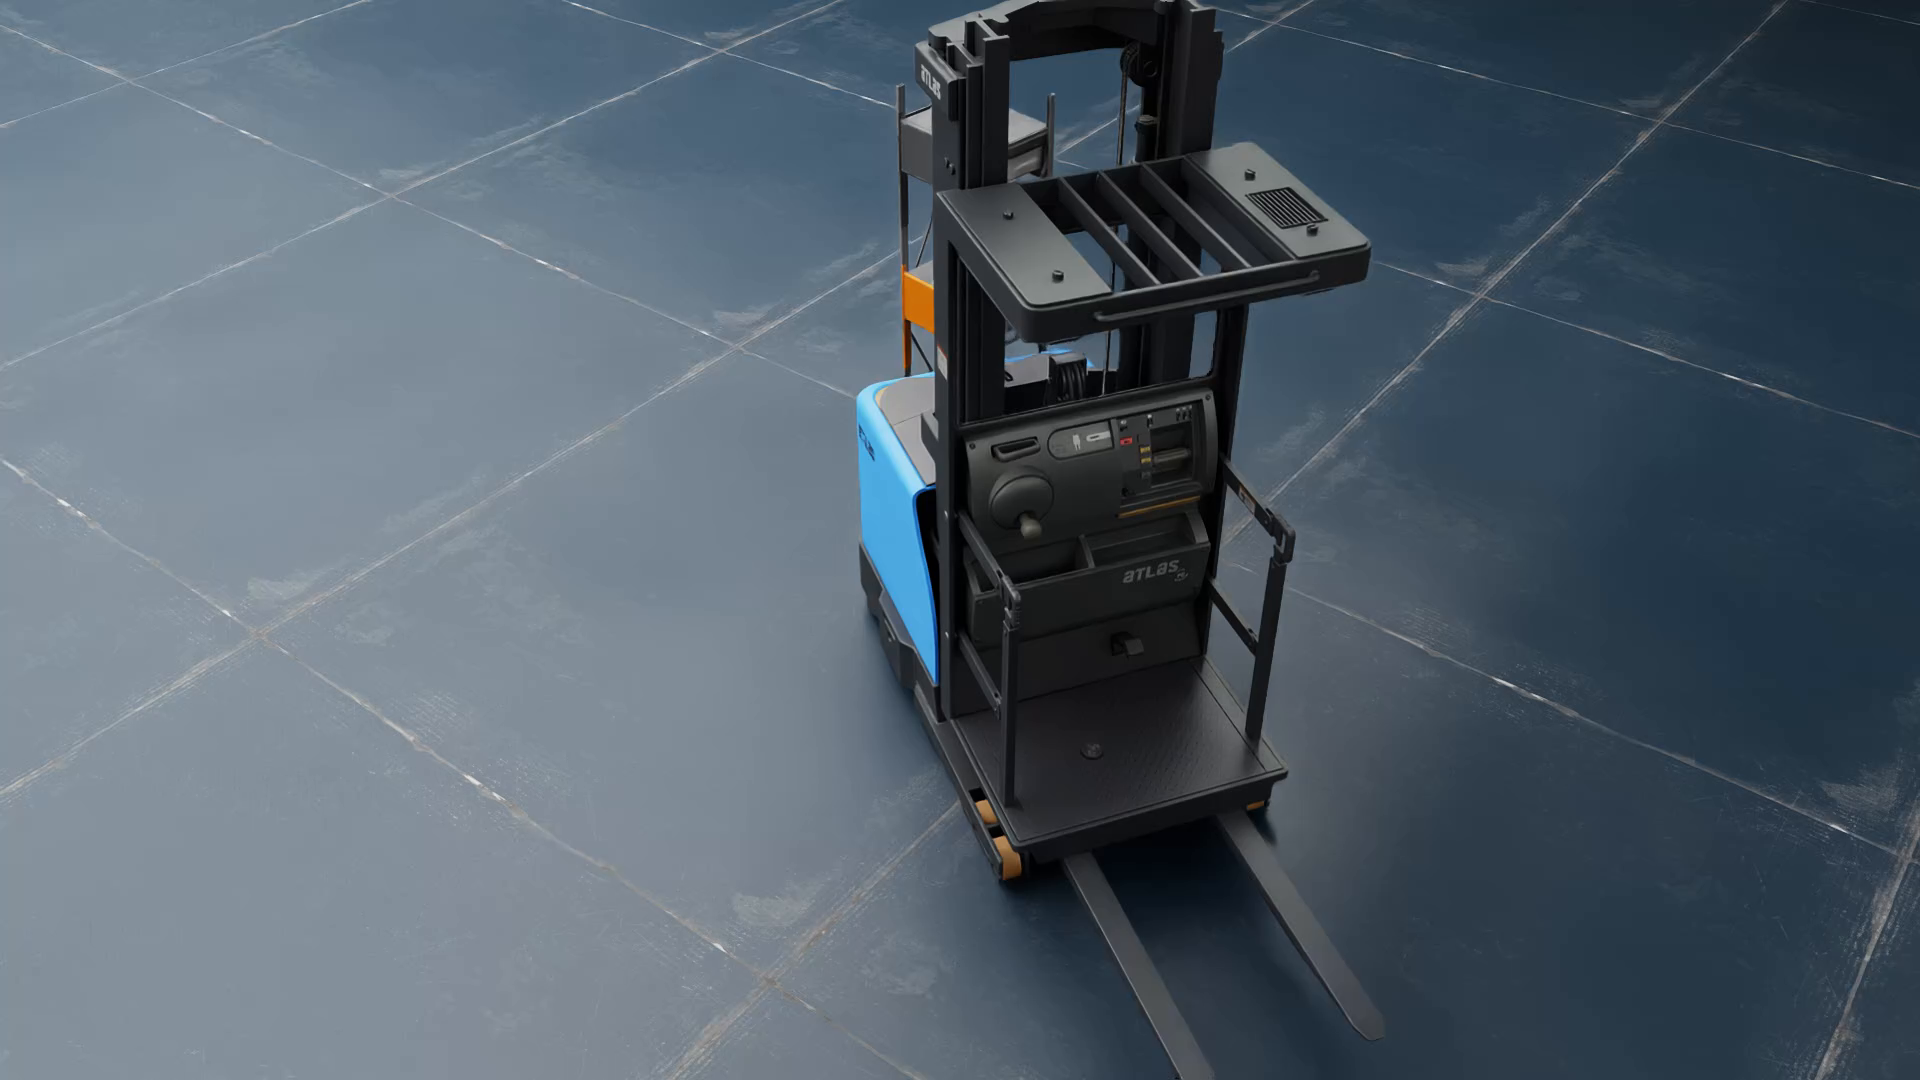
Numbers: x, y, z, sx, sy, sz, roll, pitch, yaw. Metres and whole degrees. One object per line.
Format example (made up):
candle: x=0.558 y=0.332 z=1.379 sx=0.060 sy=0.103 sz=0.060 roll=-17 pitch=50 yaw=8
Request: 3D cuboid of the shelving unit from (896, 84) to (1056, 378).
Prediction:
shelving unit: x=0.062 y=-0.970 z=7.285 sx=0.431 sy=2.100 sz=0.503 roll=-31 pitch=48 yaw=-33

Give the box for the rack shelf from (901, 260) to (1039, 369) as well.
rack shelf: x=0.062 y=-0.959 z=7.294 sx=0.431 sy=0.518 sz=0.480 roll=-31 pitch=48 yaw=-33

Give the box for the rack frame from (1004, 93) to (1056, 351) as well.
rack frame: x=0.232 y=-0.862 z=7.148 sx=0.400 sy=2.100 sz=0.015 roll=-31 pitch=48 yaw=-33

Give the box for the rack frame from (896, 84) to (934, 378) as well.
rack frame: x=-0.108 y=-1.077 z=7.423 sx=0.400 sy=2.100 sz=0.015 roll=-31 pitch=48 yaw=-33

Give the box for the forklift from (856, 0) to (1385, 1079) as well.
forklift: x=0.540 y=-0.189 z=5.614 sx=1.130 sy=2.935 sz=3.031 roll=-13 pitch=40 yaw=-16

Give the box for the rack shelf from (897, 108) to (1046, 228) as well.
rack shelf: x=0.062 y=-1.510 z=6.862 sx=0.431 sy=0.518 sz=0.480 roll=-31 pitch=48 yaw=-33
